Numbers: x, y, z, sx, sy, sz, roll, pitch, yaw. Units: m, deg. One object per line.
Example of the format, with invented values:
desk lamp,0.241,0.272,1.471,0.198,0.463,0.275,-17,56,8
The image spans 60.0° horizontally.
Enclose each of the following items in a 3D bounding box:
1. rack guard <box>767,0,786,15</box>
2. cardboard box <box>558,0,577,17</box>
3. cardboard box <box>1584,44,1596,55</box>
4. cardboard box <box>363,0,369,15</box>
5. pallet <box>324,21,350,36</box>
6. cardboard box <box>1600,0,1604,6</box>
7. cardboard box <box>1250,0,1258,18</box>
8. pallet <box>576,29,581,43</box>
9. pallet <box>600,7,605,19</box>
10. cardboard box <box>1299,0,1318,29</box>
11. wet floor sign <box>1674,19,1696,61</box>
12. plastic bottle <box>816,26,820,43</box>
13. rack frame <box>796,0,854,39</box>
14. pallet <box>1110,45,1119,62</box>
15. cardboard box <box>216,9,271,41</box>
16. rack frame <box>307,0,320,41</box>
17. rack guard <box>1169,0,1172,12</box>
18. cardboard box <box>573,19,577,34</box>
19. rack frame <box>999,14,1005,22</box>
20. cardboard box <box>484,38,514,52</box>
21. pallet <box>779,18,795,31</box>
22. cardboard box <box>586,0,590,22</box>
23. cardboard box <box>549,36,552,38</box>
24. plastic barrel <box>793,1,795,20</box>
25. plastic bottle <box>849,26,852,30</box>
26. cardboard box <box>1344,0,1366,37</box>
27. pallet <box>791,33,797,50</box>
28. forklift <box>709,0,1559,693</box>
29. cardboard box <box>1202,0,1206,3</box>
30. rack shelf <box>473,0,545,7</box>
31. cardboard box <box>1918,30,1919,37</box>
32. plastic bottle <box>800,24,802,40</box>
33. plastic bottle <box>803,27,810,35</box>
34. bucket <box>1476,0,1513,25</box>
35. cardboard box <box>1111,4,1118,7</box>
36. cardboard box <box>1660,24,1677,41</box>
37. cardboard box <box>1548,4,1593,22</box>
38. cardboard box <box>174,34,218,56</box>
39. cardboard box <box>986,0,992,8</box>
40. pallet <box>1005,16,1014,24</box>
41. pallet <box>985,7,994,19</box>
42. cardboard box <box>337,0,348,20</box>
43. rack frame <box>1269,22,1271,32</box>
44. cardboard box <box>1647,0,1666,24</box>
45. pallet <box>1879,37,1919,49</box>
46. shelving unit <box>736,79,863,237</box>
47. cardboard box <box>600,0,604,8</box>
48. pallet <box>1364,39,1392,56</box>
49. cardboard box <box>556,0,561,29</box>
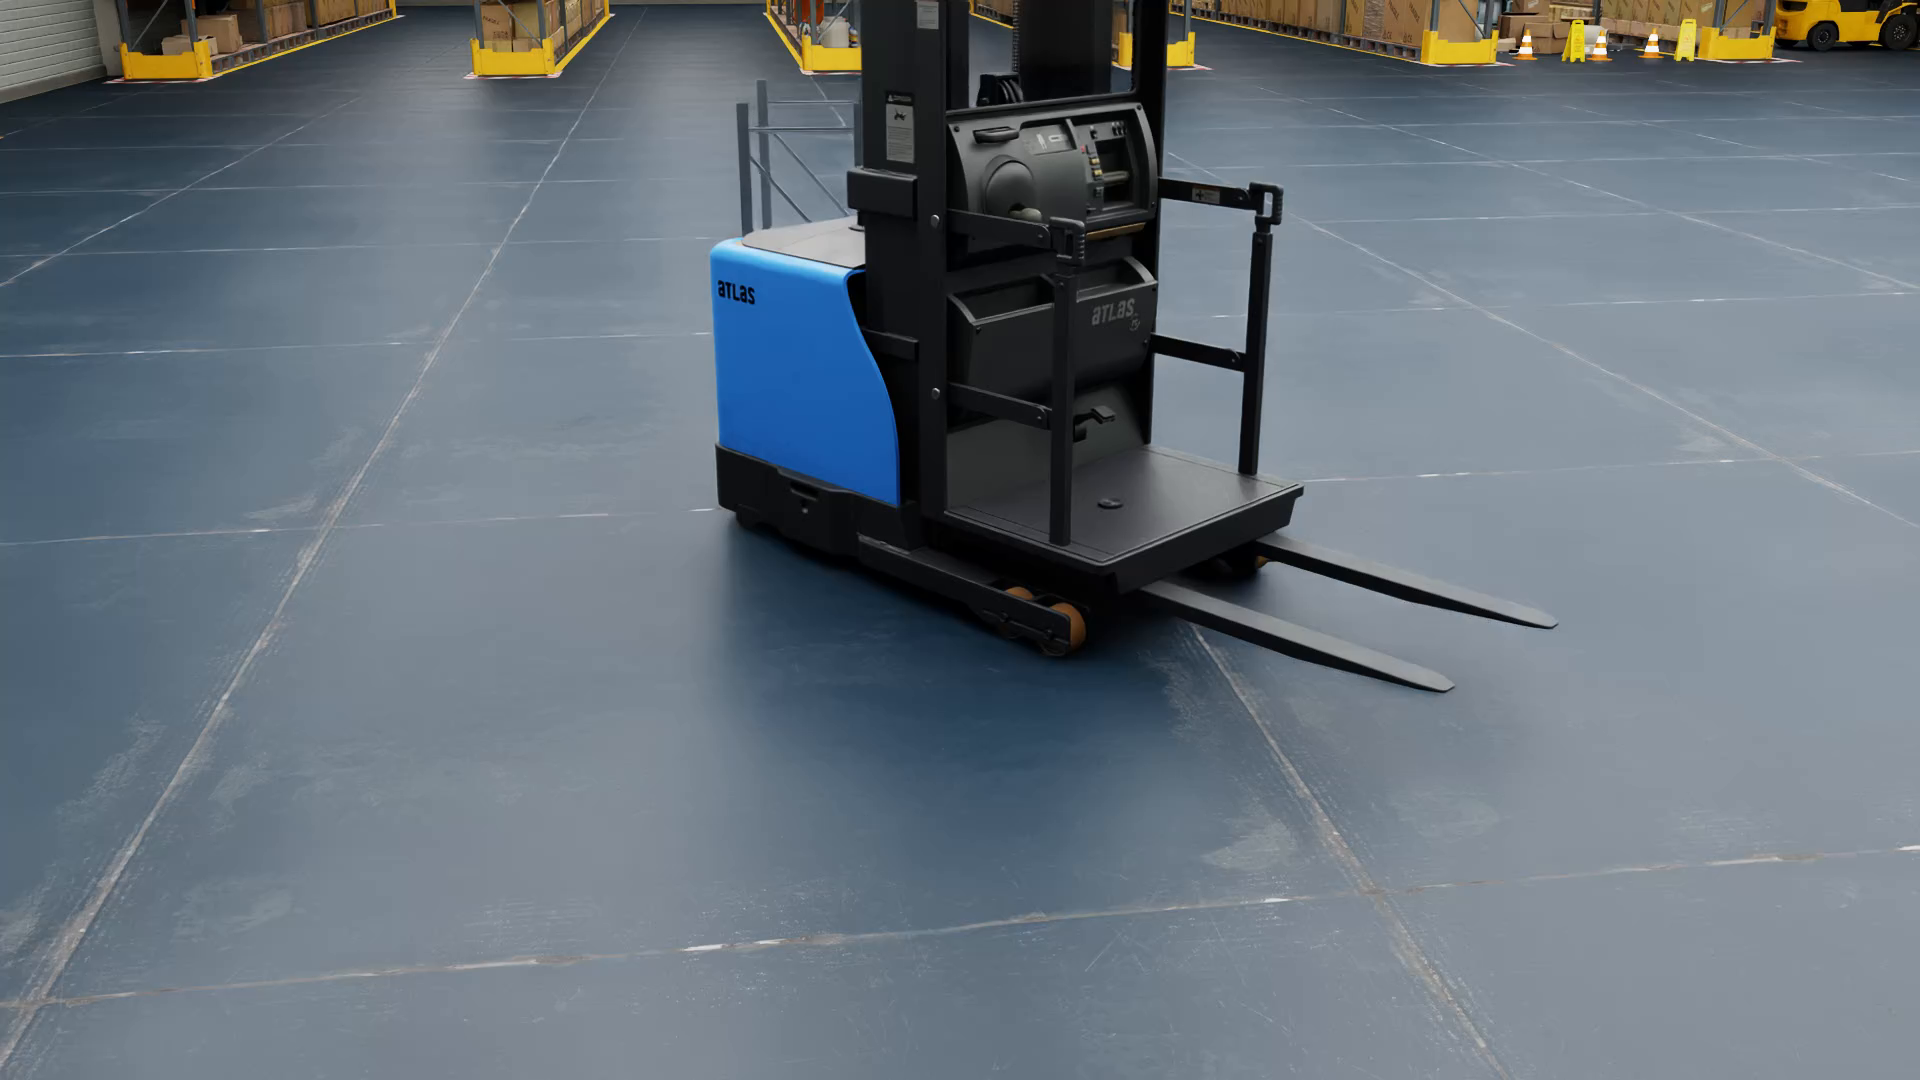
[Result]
rack guard,-4.106,-13.039,40.413,1.175,0.500,0.348,-3,21,-8
cardboard box,-7.368,-9.832,30.781,0.500,0.311,0.500,-3,21,-8
cardboard box,10.737,-8.428,28.570,0.380,0.149,0.250,8,22,20
cardboard box,-13.392,-11.782,36.446,0.700,0.500,0.500,-3,21,-8
pallet,-12.952,-10.325,33.558,1.003,0.211,1.213,-3,21,-8
cardboard box,15.684,-13.036,40.140,0.396,0.266,0.258,-2,21,-6
cardboard box,6.463,-11.318,35.204,0.500,0.500,0.500,-2,21,-6
pallet,-7.758,-9.591,31.593,1.003,0.211,1.213,-3,21,-8
pallet,-8.865,-12.345,38.968,1.003,0.211,1.213,-3,21,-8
cardboard box,7.150,-10.200,31.854,1.050,0.750,0.750,-3,21,-8
wet floor sign,11.893,-8.190,27.221,0.267,0.644,0.232,4,21,11
plastic bottle,-2.423,-8.481,27.900,0.152,0.276,0.135,-3,21,-8
rack frame,-2.360,-10.048,28.831,1.000,3.000,0.127,-3,21,-8
pallet,3.025,-7.916,27.108,1.003,0.211,1.213,-3,21,-8
cardboard box,-12.286,-8.837,28.533,0.700,0.500,0.500,-2,21,-6
rack frame,-12.740,-10.933,31.201,1.000,3.000,0.127,-3,21,-8
rack guard,5.745,-13.470,41.567,1.175,0.500,0.348,-3,21,-8
cardboard box,-7.297,-9.392,30.406,0.500,0.250,0.500,-3,21,-7
rack frame,1.388,-13.067,36.916,1.000,3.000,0.127,-3,21,-8
cardboard box,-7.055,-7.494,25.322,0.500,0.250,0.500,-3,21,-8
pallet,-3.264,-10.819,34.880,1.003,0.211,1.213,-3,21,-8
cardboard box,-7.770,-10.746,33.644,0.500,0.500,0.500,-3,21,-8
cardboard box,-6.618,-7.693,25.855,0.500,0.250,0.500,-3,21,-8
plastic barrel,-3.194,-10.823,33.863,0.421,0.512,0.421,0,20,0
plastic bottle,-1.829,-8.458,27.844,0.097,0.271,0.097,0,20,0
cardboard box,7.486,-9.493,29.781,0.875,0.875,0.875,-3,21,-7
pallet,-2.511,-9.011,30.041,1.003,0.211,1.213,-3,21,-8
forklift,0.468,-1.211,5.270,3.031,2.935,1.130,19,28,41
cardboard box,5.844,-12.561,38.609,0.380,0.149,0.250,-4,21,-10
rack shelf,-6.974,-8.770,26.437,1.077,0.370,4.000,-3,21,-8
cardboard box,17.330,-9.066,29.531,0.500,0.250,0.500,-3,21,-7
plastic bottle,-2.674,-8.735,28.580,0.152,0.276,0.135,-2,21,-6
plastic bottle,-2.511,-8.343,27.531,0.152,0.276,0.135,-3,21,-9
bucket,9.765,-9.760,30.568,0.726,0.611,0.620,4,11,11
cardboard box,2.474,-9.546,30.432,0.700,0.500,0.500,-5,21,-12
cardboard box,12.475,-8.767,28.732,0.500,0.250,0.500,-3,21,-8
cardboard box,12.061,-10.434,33.020,0.950,0.372,0.625,-2,21,-6
cardboard box,-11.680,-7.551,25.360,0.500,0.311,0.500,-1,21,-3
cardboard box,1.114,-13.121,39.496,0.875,0.875,0.875,-3,21,-8
pallet,1.574,-11.498,36.698,1.003,0.211,1.213,-3,21,-8
pallet,1.177,-12.451,39.252,1.003,0.211,1.213,-3,21,-8
cardboard box,-12.963,-10.981,33.803,0.750,0.750,0.750,-2,21,-6
rack frame,6.888,-11.897,33.784,1.000,3.000,0.127,-3,21,-8
cardboard box,12.407,-9.292,29.066,0.500,0.500,0.500,-3,21,-9
pallet,17.512,-9.042,30.123,1.003,0.211,1.213,-3,21,-8
shelving unit,-0.645,-1.192,7.264,0.538,1.500,1.048,-1,20,-2
cardboard box,-8.670,-12.813,39.179,0.500,0.500,0.500,-3,21,-8
pallet,7.676,-8.516,28.715,1.003,0.211,1.213,-3,21,-8
cardboard box,-6.918,-8.736,27.576,0.500,0.500,0.500,-3,21,-8
